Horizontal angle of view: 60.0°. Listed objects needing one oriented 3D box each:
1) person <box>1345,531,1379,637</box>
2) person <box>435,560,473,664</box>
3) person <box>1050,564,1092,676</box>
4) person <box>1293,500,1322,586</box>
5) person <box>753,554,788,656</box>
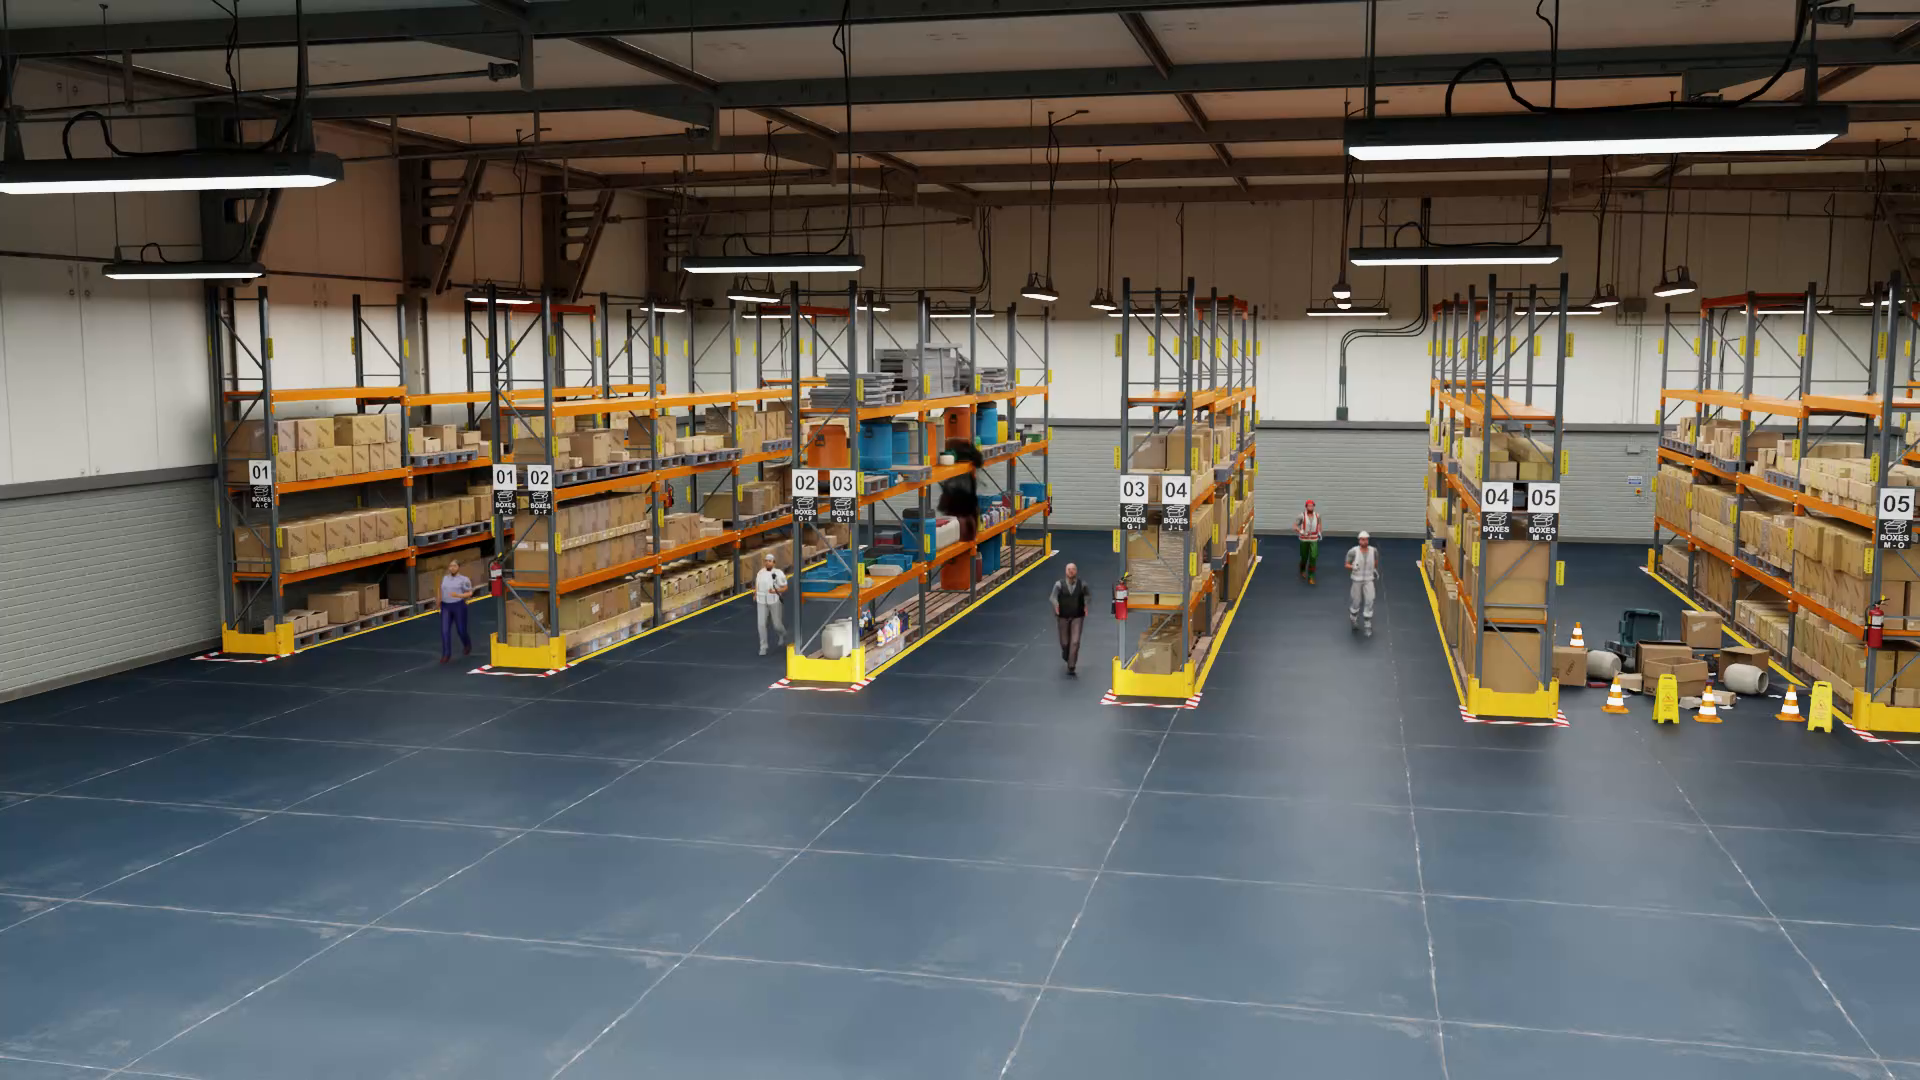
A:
[{"bbox_3d":[7.091,0.742,29.363,0.613,1.823,0.894,0,7,4],"label":"person"},{"bbox_3d":[-8.130,1.132,26.660,0.638,1.610,0.870,0,7,4],"label":"person"},{"bbox_3d":[1.721,1.210,25.814,0.664,1.707,0.845,0,7,4],"label":"person"},{"bbox_3d":[7.433,0.030,35.561,0.637,1.792,0.924,0,7,2],"label":"person"},{"bbox_3d":[-3.129,1.043,27.388,0.619,1.638,0.862,1,7,11],"label":"person"}]
